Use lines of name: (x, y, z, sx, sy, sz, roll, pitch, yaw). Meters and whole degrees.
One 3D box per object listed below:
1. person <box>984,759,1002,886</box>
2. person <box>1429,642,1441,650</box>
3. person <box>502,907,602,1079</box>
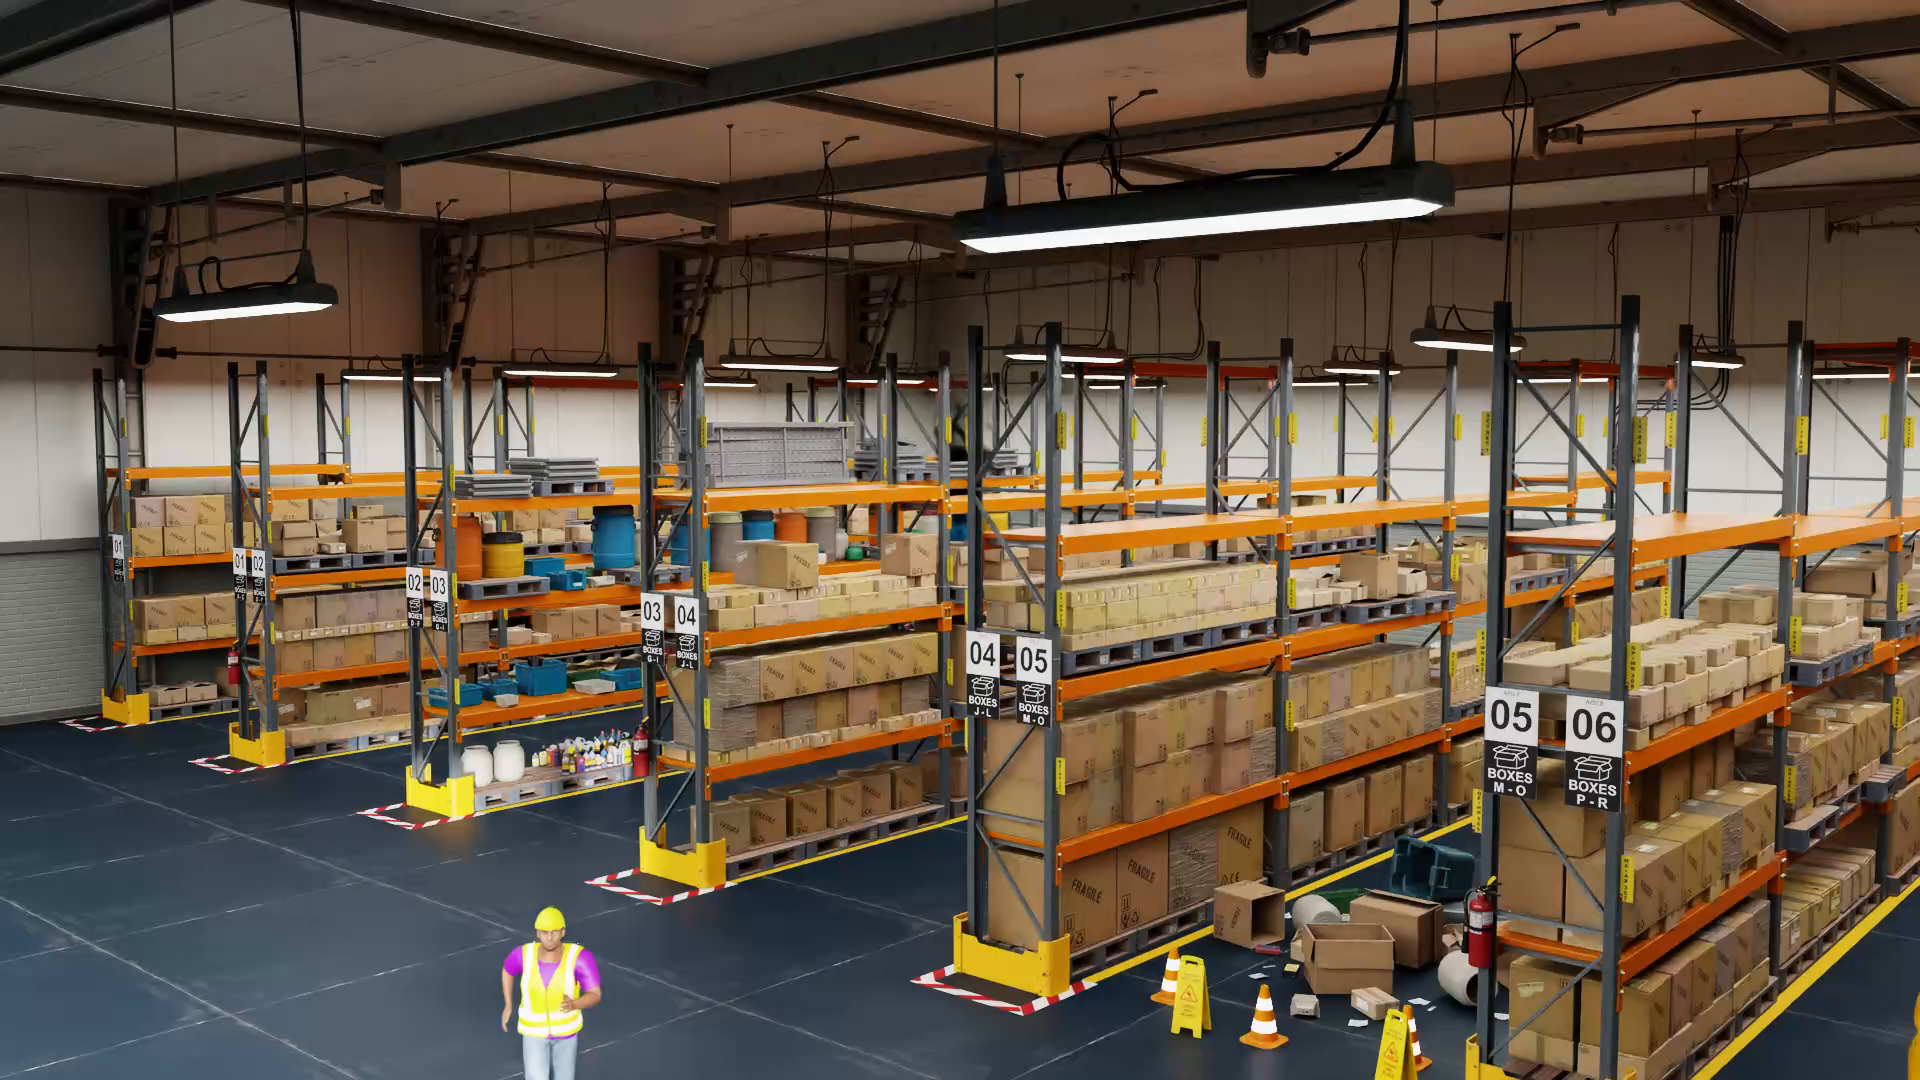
person: (0.533, 2.895, 18.560, 0.676, 1.743, 1.074, 2, 5, 30)
person: (7.288, 2.432, 25.387, 0.675, 1.758, 0.664, 4, 6, 45)
person: (-2.825, 3.427, 11.514, 0.677, 1.821, 0.875, -1, 4, -14)
